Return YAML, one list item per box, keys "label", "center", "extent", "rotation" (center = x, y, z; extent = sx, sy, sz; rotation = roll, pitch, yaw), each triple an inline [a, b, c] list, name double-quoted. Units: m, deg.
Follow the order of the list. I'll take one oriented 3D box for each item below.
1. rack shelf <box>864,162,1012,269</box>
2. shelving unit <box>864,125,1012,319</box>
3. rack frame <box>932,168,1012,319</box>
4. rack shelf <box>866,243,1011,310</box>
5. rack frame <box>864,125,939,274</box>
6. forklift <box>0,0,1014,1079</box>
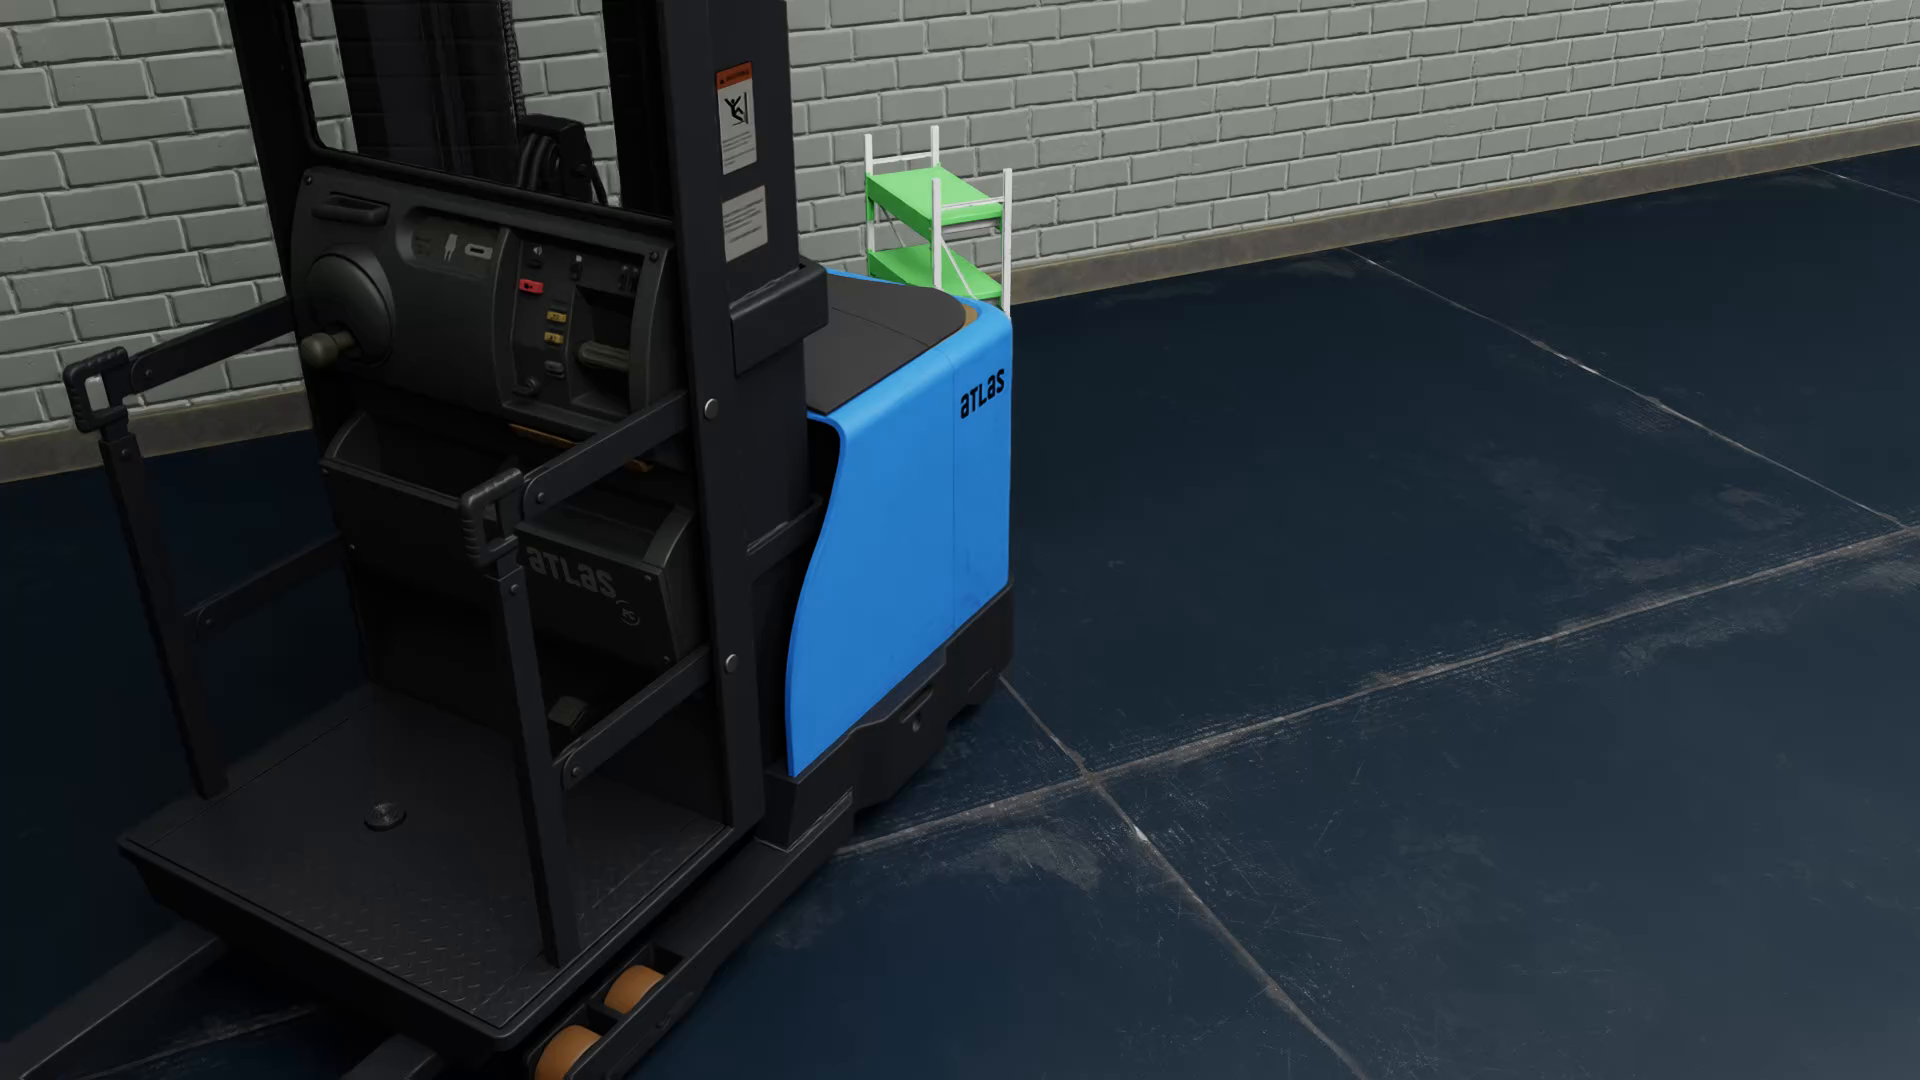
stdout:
- label: "rack shelf"
  center: [-0.071, -0.959, 4.883]
  extent: [0.258, 0.148, 0.480]
  rotation: [-13, 32, -22]
- label: "shelving unit"
  center: [-0.071, -0.596, 5.087]
  extent: [0.258, 1.200, 0.503]
  rotation: [-13, 32, -22]
- label: "rack frame"
  center: [0.034, -0.489, 4.895]
  extent: [0.240, 1.200, 0.015]
  rotation: [-13, 32, -22]
- label: "rack shelf"
  center: [-0.071, -0.750, 5.001]
  extent: [0.258, 0.148, 0.480]
  rotation: [-13, 32, -22]
- label: "rack frame"
  center: [-0.176, -0.704, 5.279]
  extent: [0.240, 1.200, 0.015]
  rotation: [-13, 32, -22]
- label: "forklift"
  center: [-1.036, -0.416, 2.995]
  extent: [1.130, 2.935, 3.031]
  rotation: [16, 33, 26]
